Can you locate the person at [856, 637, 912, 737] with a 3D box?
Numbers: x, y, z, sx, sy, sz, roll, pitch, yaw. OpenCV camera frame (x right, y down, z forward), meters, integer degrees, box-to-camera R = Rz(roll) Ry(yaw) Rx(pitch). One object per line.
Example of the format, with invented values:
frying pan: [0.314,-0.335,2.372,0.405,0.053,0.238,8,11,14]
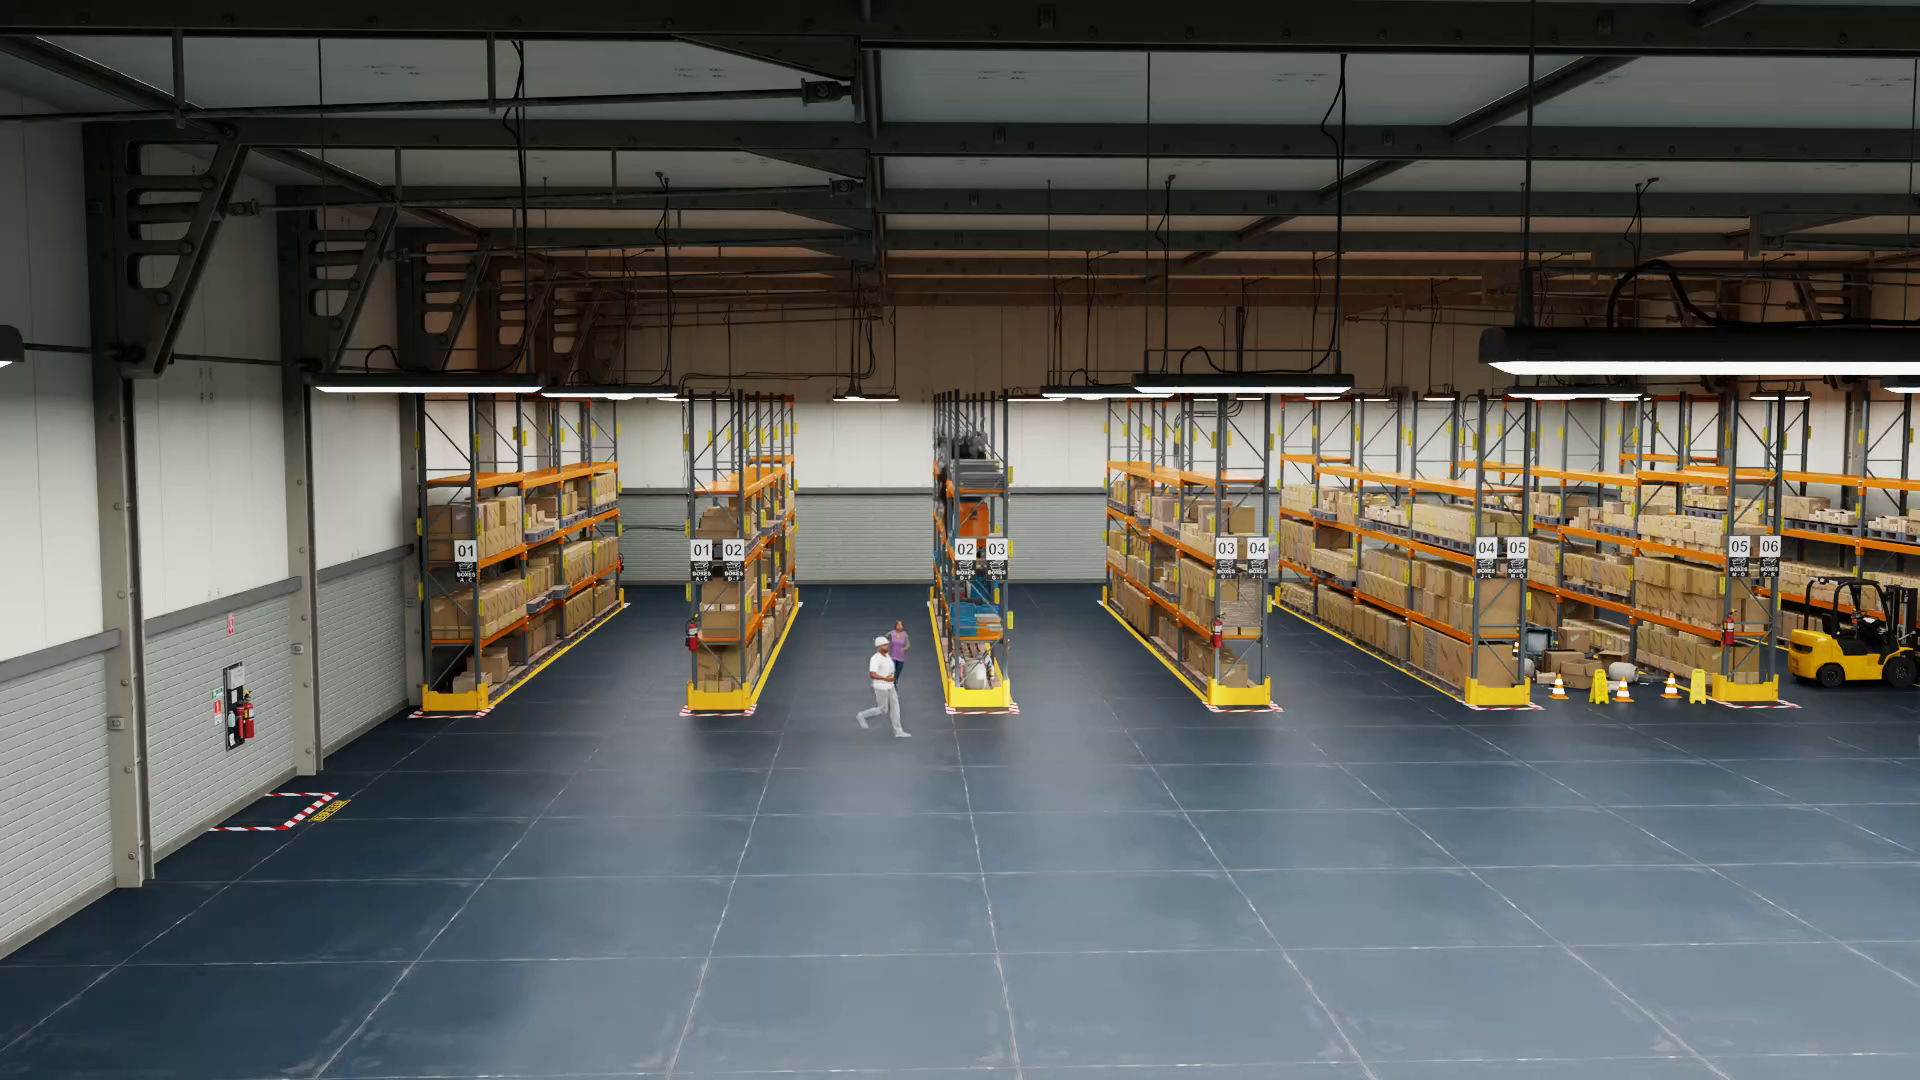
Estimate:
person: [-1.295,2.522,28.544,0.993,1.736,0.714,2,5,23]

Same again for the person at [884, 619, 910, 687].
person: [-1.229,2.330,32.020,0.521,1.617,0.692,-1,5,-15]
